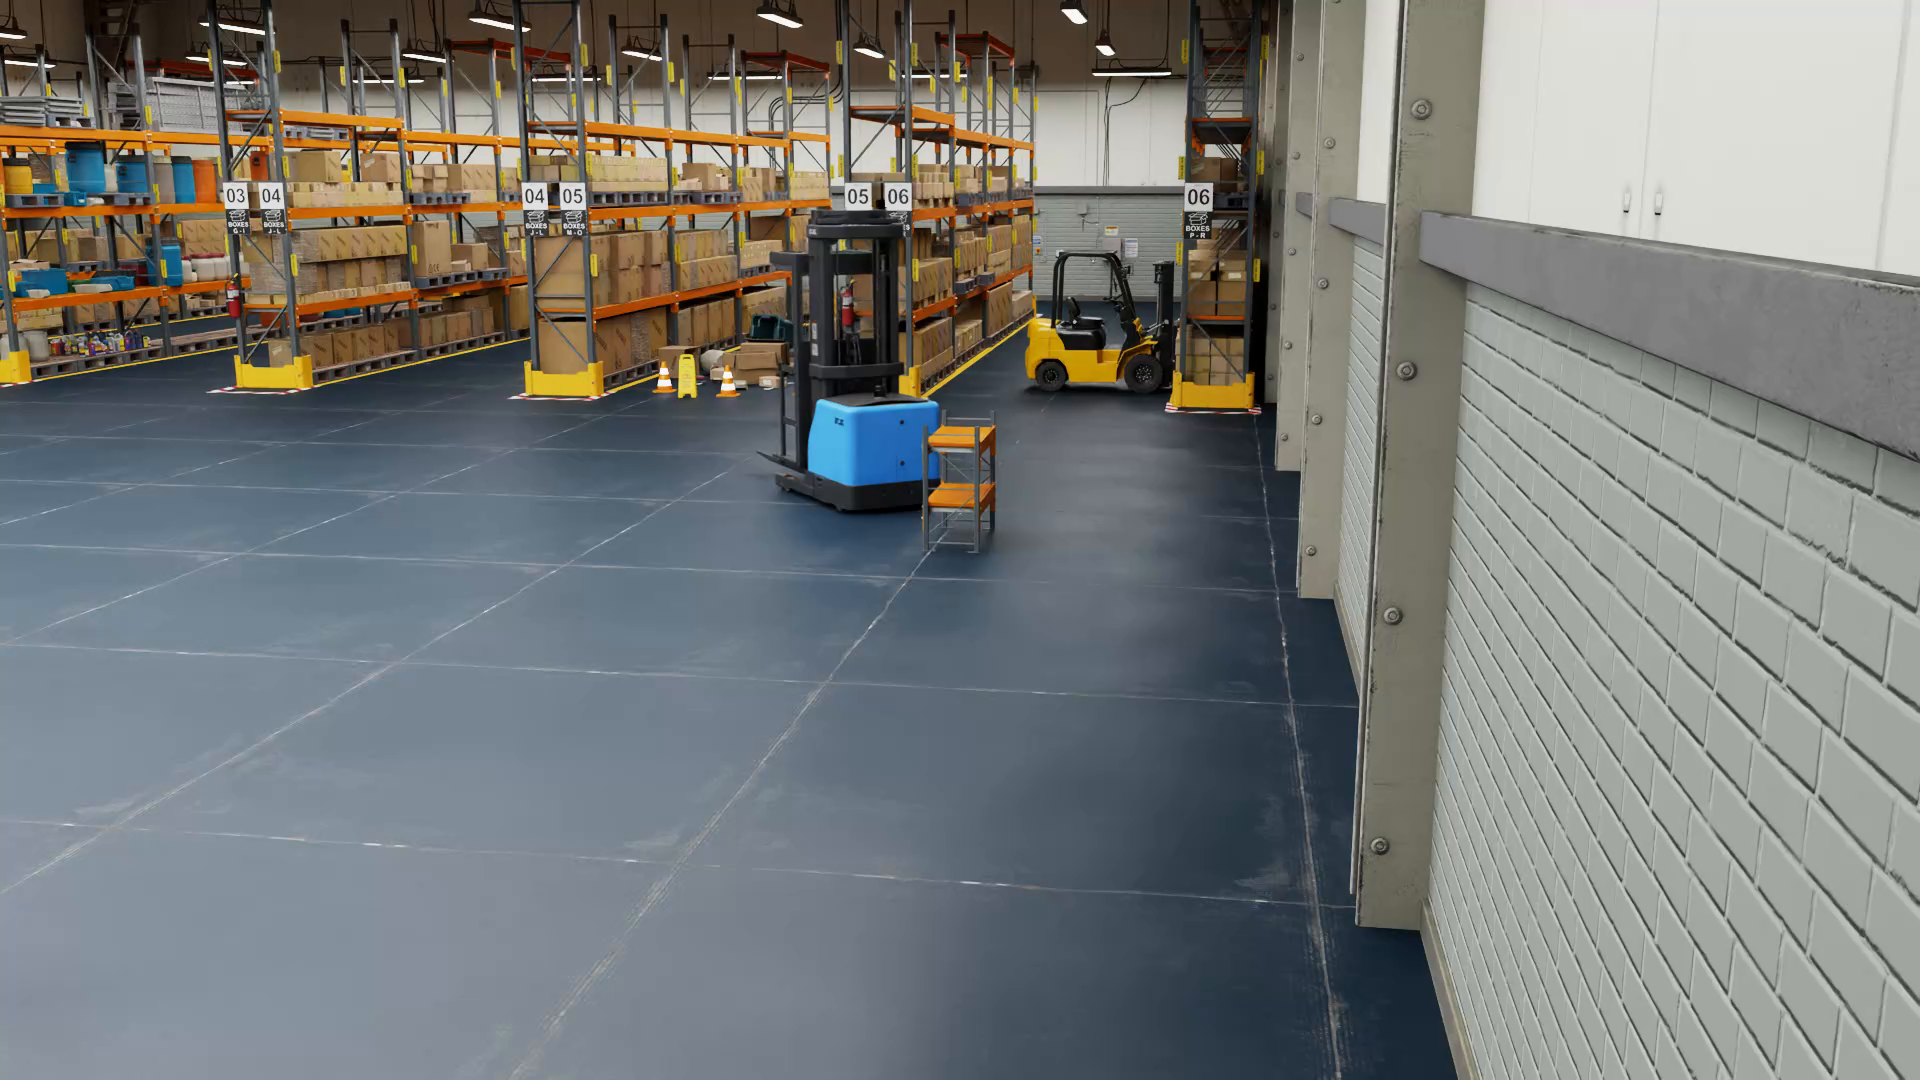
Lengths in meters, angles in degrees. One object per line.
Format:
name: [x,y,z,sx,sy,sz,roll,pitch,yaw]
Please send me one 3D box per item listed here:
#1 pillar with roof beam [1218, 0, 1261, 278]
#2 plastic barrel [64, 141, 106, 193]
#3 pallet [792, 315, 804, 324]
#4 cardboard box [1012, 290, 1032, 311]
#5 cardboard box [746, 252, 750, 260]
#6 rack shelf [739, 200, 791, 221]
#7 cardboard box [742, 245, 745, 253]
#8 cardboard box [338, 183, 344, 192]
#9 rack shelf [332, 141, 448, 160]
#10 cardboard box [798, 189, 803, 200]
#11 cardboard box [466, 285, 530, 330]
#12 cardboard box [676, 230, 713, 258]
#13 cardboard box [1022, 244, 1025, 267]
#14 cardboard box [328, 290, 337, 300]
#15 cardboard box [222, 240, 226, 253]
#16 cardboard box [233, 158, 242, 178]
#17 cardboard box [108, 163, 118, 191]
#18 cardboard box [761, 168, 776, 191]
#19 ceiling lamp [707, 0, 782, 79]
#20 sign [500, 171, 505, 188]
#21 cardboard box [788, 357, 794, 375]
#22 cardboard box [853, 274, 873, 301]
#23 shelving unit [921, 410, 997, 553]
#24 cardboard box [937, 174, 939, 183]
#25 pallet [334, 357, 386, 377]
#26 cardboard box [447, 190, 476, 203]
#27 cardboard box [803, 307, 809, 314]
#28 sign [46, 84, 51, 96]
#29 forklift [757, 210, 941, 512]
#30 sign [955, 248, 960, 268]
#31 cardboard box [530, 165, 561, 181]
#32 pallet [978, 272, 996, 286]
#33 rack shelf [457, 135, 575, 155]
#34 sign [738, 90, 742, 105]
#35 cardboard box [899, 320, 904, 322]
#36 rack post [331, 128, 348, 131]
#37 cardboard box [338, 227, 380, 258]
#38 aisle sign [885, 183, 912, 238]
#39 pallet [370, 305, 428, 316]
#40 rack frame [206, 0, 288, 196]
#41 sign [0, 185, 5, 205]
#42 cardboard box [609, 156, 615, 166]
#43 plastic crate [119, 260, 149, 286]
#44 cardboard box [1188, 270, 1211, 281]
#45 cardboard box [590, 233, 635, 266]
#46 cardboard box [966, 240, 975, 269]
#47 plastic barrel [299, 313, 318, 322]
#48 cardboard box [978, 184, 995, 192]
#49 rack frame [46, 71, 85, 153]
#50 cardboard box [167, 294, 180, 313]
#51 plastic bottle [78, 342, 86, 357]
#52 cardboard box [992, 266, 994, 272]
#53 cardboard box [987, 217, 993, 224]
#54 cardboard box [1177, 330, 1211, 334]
pillar with roof beam: [3.216,-10.365,41.983,9.100,9.000,0.548,2,12,9]
plastic barrel: [-15.531,-6.617,29.527,0.600,0.901,0.708,2,12,9]
pallet: [-4.194,-5.005,37.973,1.003,0.211,1.213,2,12,9]
cardboard box: [1.257,-5.733,39.815,0.875,0.438,0.875,1,12,7]
cardboard box: [-4.528,-5.829,34.069,0.380,0.149,0.250,1,12,7]
rack shelf: [-4.570,-6.925,34.853,1.077,0.370,4.000,2,12,9]
cardboard box: [-4.577,-5.914,33.758,0.380,0.149,0.250,2,12,7]
cardboard box: [-10.497,-5.872,27.665,0.380,0.149,0.250,2,12,8]
rack shelf: [-13.734,-9.371,40.031,1.077,0.370,4.000,2,12,9]
cardboard box: [-3.863,-7.813,37.617,0.500,0.250,0.500,2,12,8]
cardboard box: [-9.637,-4.886,34.848,1.225,0.875,0.875,1,12,6]
cardboard box: [-5.110,-5.627,31.629,0.700,0.500,0.500,2,12,8]
cardboard box: [1.219,-6.541,38.244,0.500,0.500,0.500,2,12,10]
cardboard box: [-10.540,-4.047,27.506,0.380,0.149,0.250,2,12,9]
cardboard box: [-18.357,-7.193,41.271,0.500,0.500,0.500,2,12,8]
cardboard box: [-18.544,-9.358,41.824,0.700,0.500,0.500,2,12,9]
cardboard box: [-19.289,-8.120,37.216,0.600,0.600,0.600,1,12,6]
cardboard box: [-4.430,-7.872,36.305,0.700,0.500,0.500,2,12,9]
ceiling lamp: [-5.615,-13.504,42.696,2.000,3.185,0.800,2,12,9]
sign: [-9.227,-7.277,33.550,0.100,0.325,0.005,2,12,9]
cardboard box: [-2.832,-2.986,28.475,0.258,0.266,0.396,-7,14,-30]
cardboard box: [-1.390,-3.906,25.311,0.500,0.500,0.500,2,12,8]
shelving unit: [0.001,-0.551,15.138,0.538,1.125,1.048,2,12,9]
cardboard box: [-0.552,-5.810,26.675,0.380,0.149,0.250,2,12,9]
pallet: [-10.632,-2.985,28.599,1.003,0.211,1.213,2,12,9]
cardboard box: [-9.737,-6.654,32.242,0.500,0.250,0.500,2,12,10]
cardboard box: [-3.730,-5.376,38.844,0.380,0.149,0.250,2,12,7]
sign: [-19.002,-9.347,34.670,0.100,0.325,0.005,2,12,9]
forklift: [-1.318,-1.978,17.473,1.130,2.935,3.031,-6,14,-27]
sign: [-0.049,-4.830,28.485,0.100,0.325,0.005,2,12,9]
cardboard box: [-6.309,-5.633,25.562,0.500,0.250,0.500,2,12,9]
pallet: [0.025,-5.010,31.830,1.213,0.211,1.003,2,12,9]
rack shelf: [-9.456,-8.378,35.422,1.077,0.370,4.000,2,12,9]
sign: [-4.796,-9.677,36.385,0.100,0.325,0.005,2,12,9]
cardboard box: [-1.138,-3.666,27.351,0.380,0.149,0.250,3,12,12]
rack post: [-14.203,-9.291,37.180,0.937,0.300,0.954,2,12,8]
cardboard box: [-10.329,-5.116,28.552,0.500,0.500,0.500,2,12,9]
aisle sign: [-0.905,-4.838,24.407,0.394,0.787,0.004,2,12,9]
pallet: [-13.782,-5.615,40.805,1.003,0.211,1.213,2,12,9]
rack frame: [-10.994,-6.844,25.645,1.000,3.000,0.127,2,12,9]
sign: [-15.345,-5.523,26.618,0.100,0.325,0.005,2,12,9]
cardboard box: [-5.624,-5.934,26.013,0.380,0.149,0.250,2,12,9]
plastic crate: [-15.500,-5.046,31.392,0.402,0.464,0.583,2,12,9]
cardboard box: [3.480,-3.877,24.343,0.380,0.149,0.250,2,12,9]
cardboard box: [-5.846,-4.751,27.254,0.875,0.550,0.500,2,12,9]
cardboard box: [0.004,-5.224,30.432,0.500,0.500,0.500,1,12,6]
plastic barrel: [-14.425,-5.101,36.525,0.600,0.588,0.708,2,12,9]
cardboard box: [0.501,-7.247,34.194,0.380,0.166,0.250,3,13,13]
rack frame: [-23.216,-10.656,43.334,1.000,3.000,0.127,2,12,9]
cardboard box: [-18.729,-5.612,39.058,0.500,0.500,0.500,2,12,8]
plastic bottle: [-15.301,-3.320,28.967,0.097,0.271,0.097,0,12,0]
cardboard box: [0.414,-5.383,33.464,0.500,0.250,0.500,2,12,7]
cardboard box: [0.525,-7.068,36.778,0.380,0.149,0.250,2,12,10]
cardboard box: [3.607,-3.097,25.659,0.500,0.250,0.500,2,12,9]
